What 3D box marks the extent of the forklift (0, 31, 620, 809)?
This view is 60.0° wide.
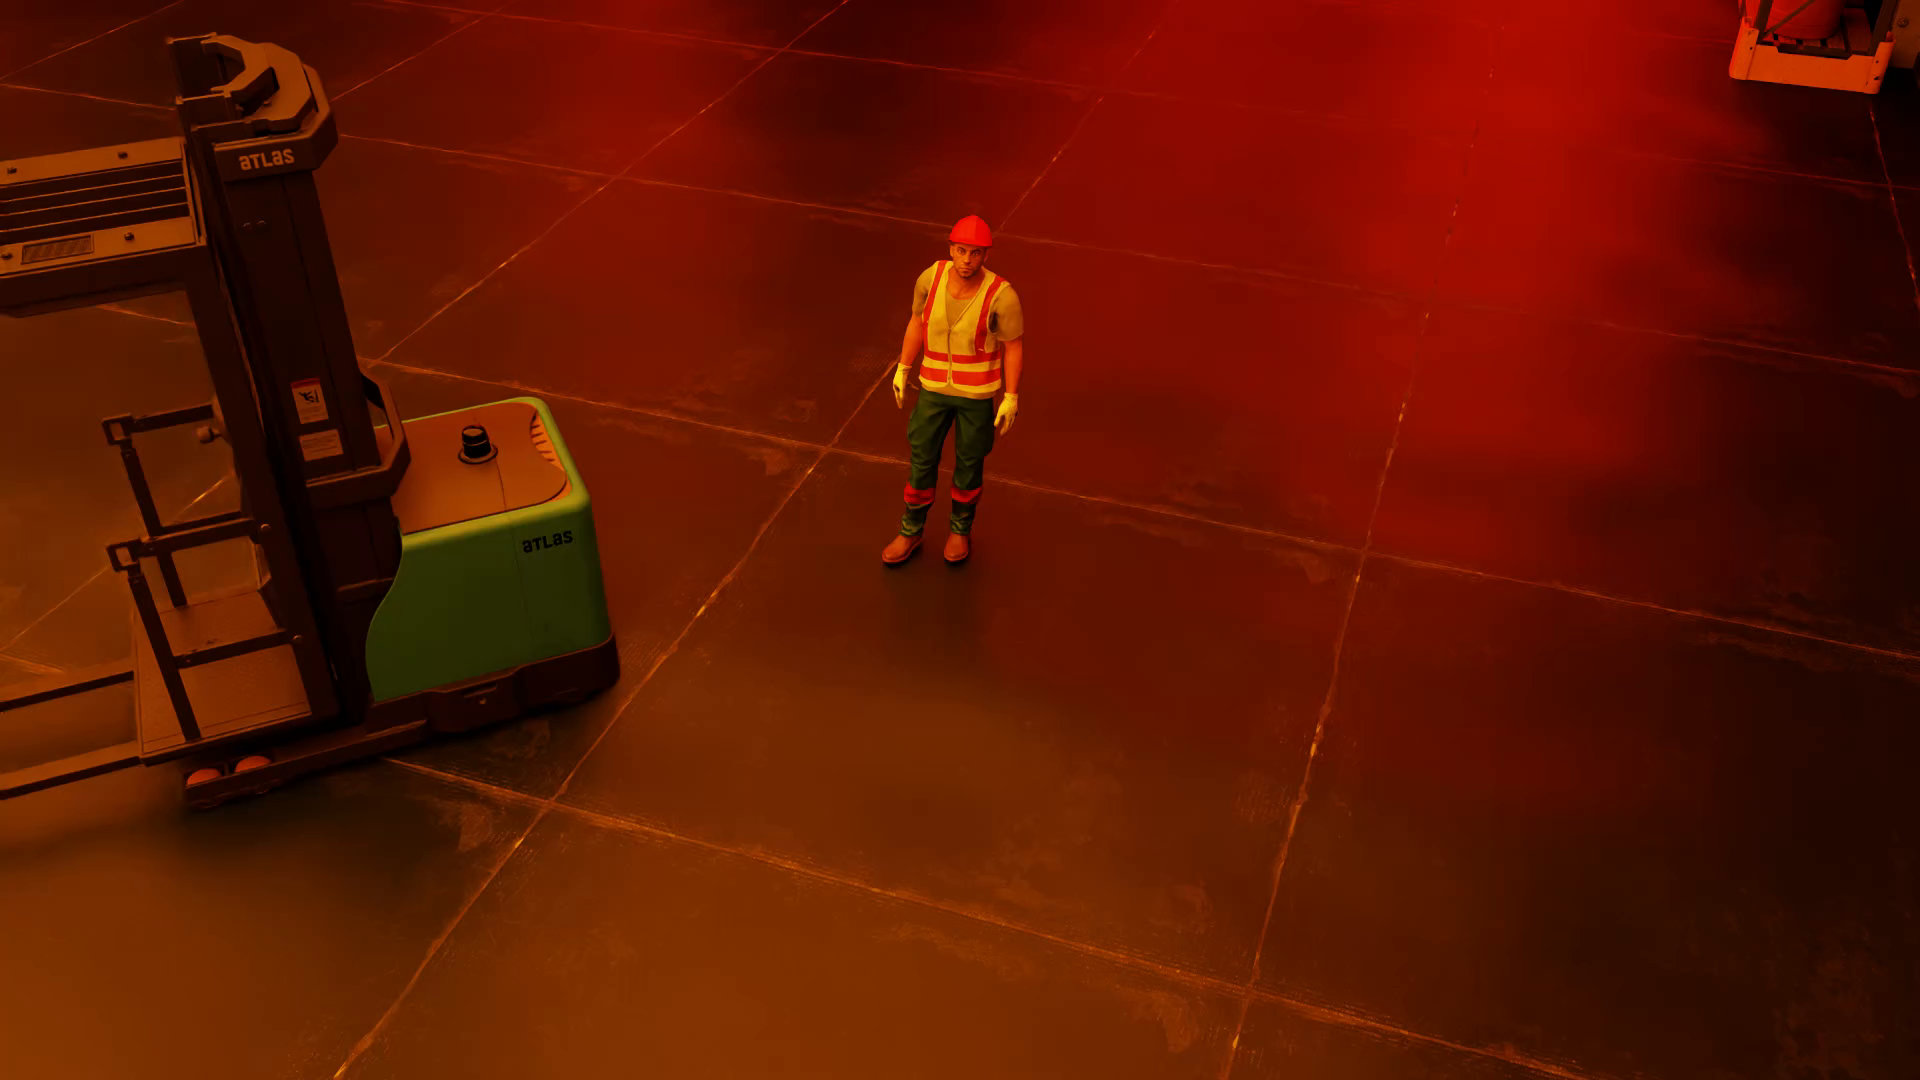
[{"bbox_3d":[-3.127,-0.410,6.689,3.031,2.935,1.130,-14,38,-19],"label":"forklift"}]

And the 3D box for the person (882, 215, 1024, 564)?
[{"bbox_3d":[-0.038,-0.694,8.065,0.638,1.787,0.564,12,37,16],"label":"person"}]
